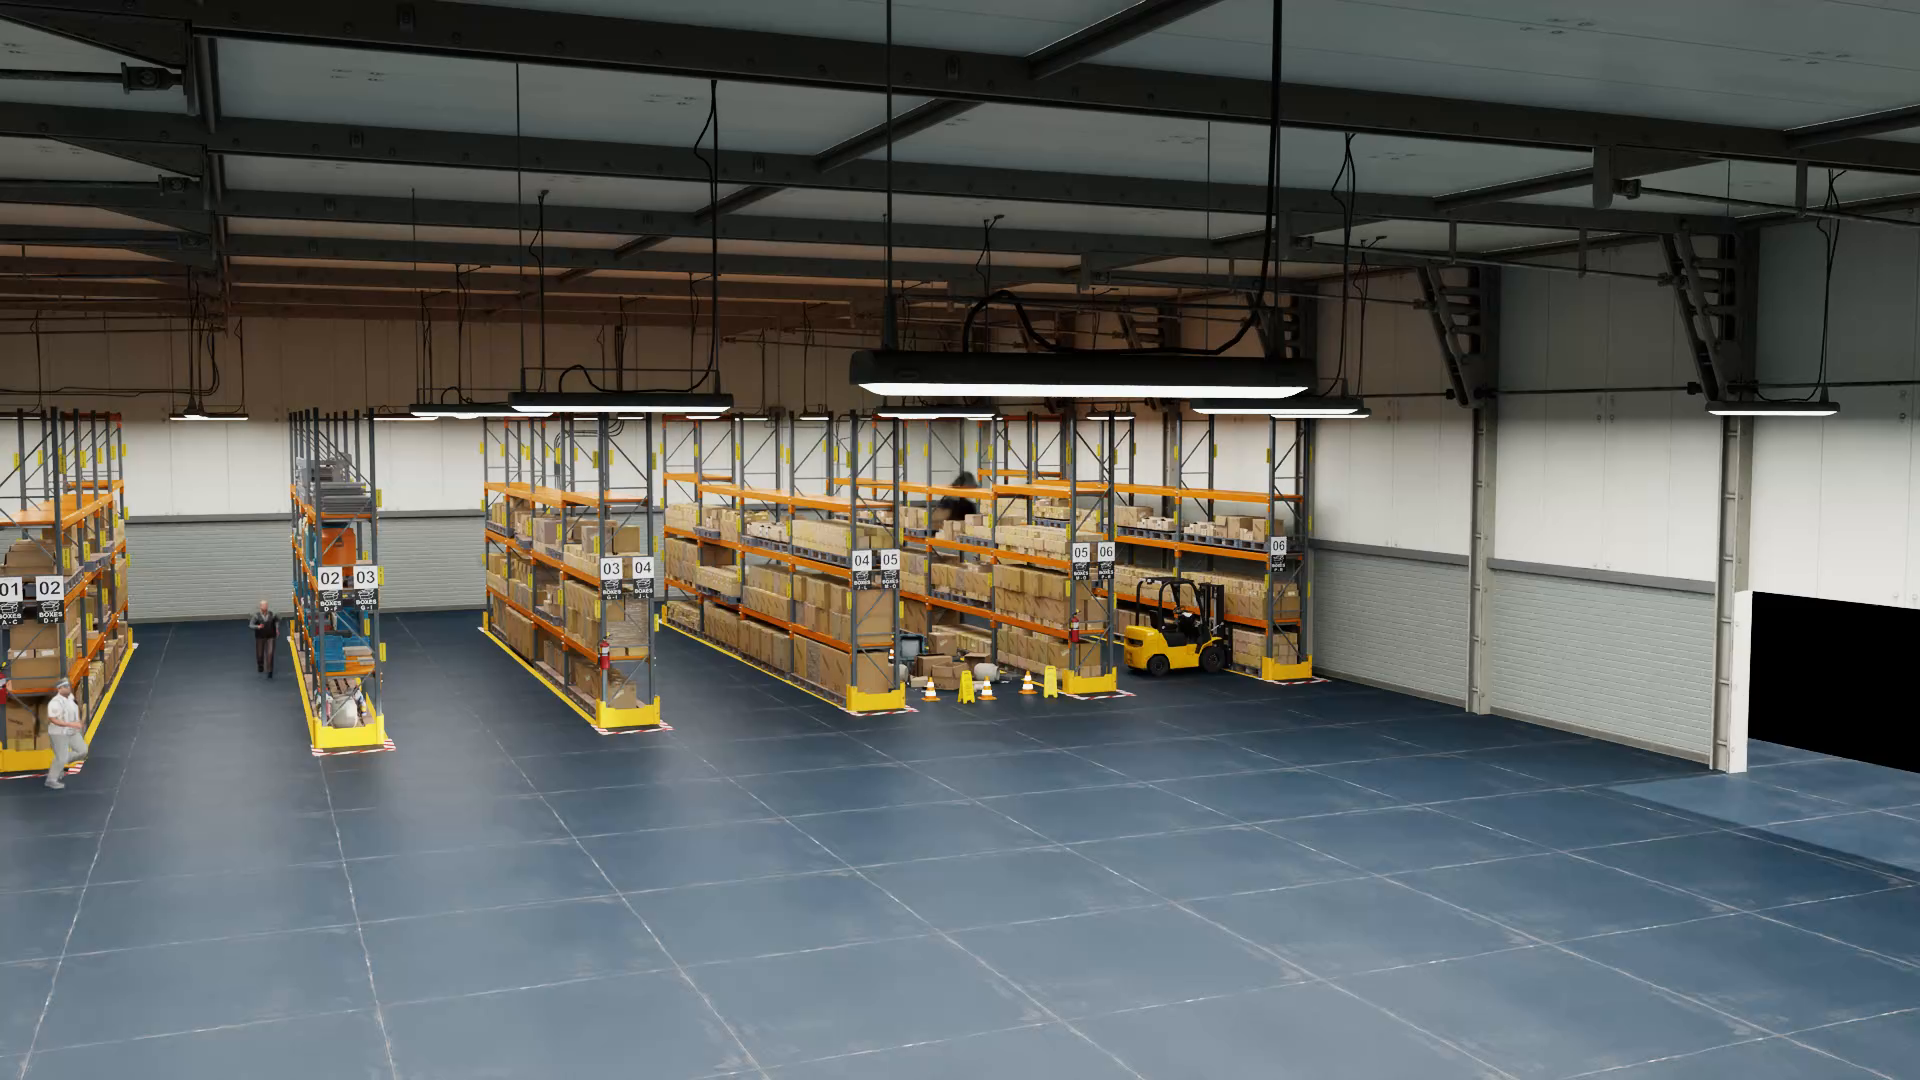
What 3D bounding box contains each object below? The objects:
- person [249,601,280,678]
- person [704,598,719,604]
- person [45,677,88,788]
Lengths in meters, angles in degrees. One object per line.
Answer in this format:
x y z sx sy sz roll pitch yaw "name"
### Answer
-15.666 2.224 37.501 0.662 1.696 0.960 -2 4 -26 "person"
-7.446 1.461 49.648 0.922 1.654 0.592 -2 4 -25 "person"
-14.068 3.020 26.217 0.688 1.745 0.697 1 4 7 "person"
